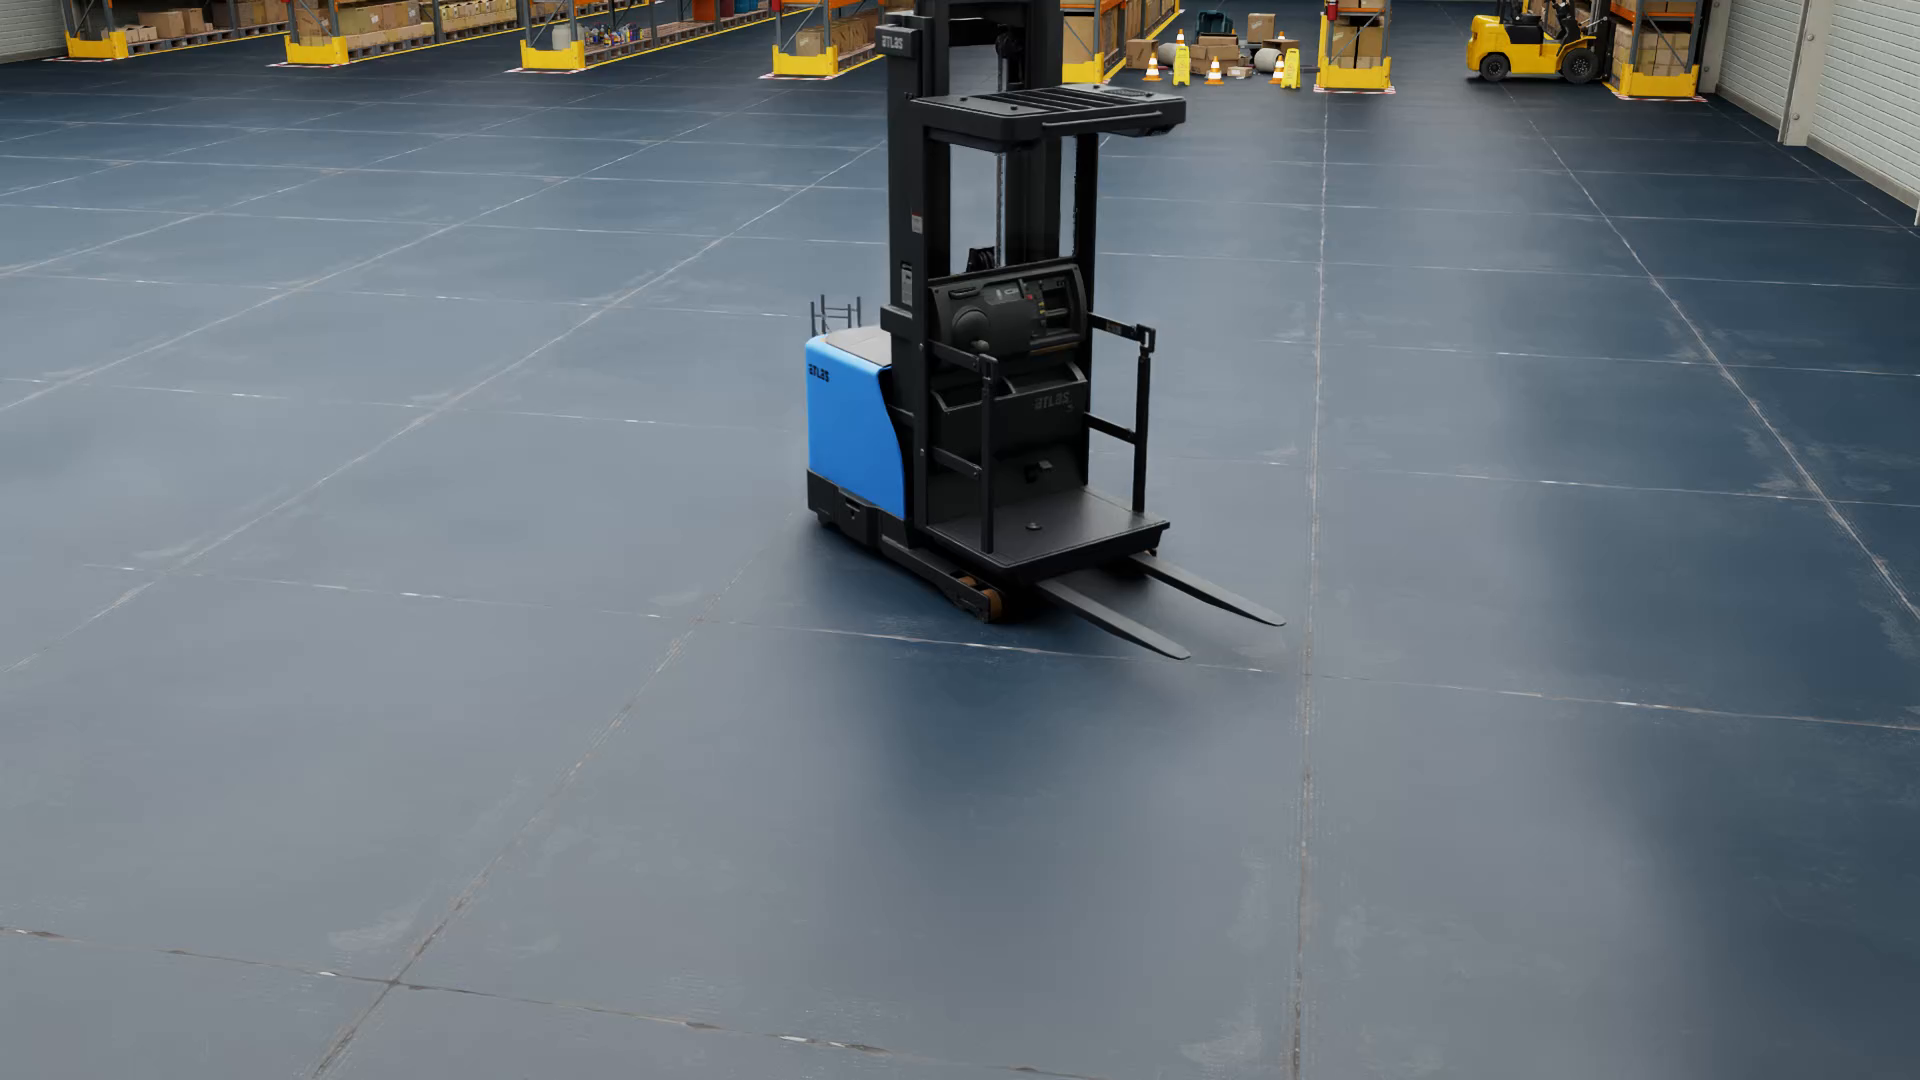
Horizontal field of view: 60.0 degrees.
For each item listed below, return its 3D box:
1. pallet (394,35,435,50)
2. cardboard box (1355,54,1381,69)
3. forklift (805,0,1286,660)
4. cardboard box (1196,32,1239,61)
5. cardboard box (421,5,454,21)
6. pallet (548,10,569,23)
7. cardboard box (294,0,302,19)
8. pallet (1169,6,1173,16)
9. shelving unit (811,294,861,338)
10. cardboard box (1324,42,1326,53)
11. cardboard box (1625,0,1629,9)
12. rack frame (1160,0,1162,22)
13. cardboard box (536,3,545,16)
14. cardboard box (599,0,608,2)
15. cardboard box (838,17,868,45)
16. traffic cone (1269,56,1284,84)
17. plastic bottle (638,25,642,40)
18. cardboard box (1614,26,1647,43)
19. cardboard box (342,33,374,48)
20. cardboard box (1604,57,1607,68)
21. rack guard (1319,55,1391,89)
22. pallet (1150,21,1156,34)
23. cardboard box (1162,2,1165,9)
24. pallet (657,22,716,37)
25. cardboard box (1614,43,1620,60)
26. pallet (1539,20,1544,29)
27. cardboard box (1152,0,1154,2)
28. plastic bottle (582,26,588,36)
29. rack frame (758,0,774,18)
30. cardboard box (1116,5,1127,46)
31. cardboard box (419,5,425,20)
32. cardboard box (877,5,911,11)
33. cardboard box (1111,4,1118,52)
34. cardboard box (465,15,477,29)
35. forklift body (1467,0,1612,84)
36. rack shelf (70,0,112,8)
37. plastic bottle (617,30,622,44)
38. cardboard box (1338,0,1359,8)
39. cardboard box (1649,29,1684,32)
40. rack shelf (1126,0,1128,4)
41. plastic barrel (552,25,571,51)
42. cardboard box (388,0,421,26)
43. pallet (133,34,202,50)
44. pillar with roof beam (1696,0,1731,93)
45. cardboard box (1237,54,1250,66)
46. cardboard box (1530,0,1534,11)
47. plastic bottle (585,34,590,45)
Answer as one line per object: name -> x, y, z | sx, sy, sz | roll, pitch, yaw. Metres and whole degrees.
pallet -> -11.957, -10.641, 35.493 | 1.003, 0.211, 1.213 | 4, 22, 11
cardboard box -> 7.264, -8.441, 29.415 | 0.500, 0.250, 0.500 | 4, 22, 10
forklift -> 0.382, -1.153, 8.292 | 1.130, 2.935, 3.031 | -15, 26, -33
cardboard box -> 4.892, -9.330, 31.665 | 0.797, 0.637, 0.503 | 4, 22, 11
cardboard box -> -11.425, -11.534, 36.345 | 0.500, 0.311, 0.500 | 5, 22, 11
pallet -> -10.497, -13.107, 41.615 | 1.003, 0.211, 1.213 | 4, 22, 11
cardboard box -> -16.102, -12.659, 39.528 | 0.700, 0.500, 0.500 | 4, 22, 11
pallet -> 5.012, -13.824, 43.395 | 1.003, 0.211, 1.213 | 4, 22, 11
shelving unit -> -0.718, -0.832, 9.812 | 0.258, 1.200, 0.189 | 5, 22, 13
cardboard box -> 7.261, -9.434, 31.882 | 0.500, 0.250, 0.500 | 3, 22, 8
cardboard box -> 11.647, -9.306, 28.311 | 0.500, 0.500, 0.500 | 5, 23, 13
rack frame -> 4.411, -13.976, 40.042 | 1.000, 3.000, 0.127 | 4, 22, 11
cardboard box -> -10.463, -13.066, 40.539 | 0.500, 0.500, 0.500 | 4, 22, 9
cardboard box -> -9.657, -14.492, 44.525 | 0.380, 0.166, 0.250 | 4, 22, 11
cardboard box -> -2.177, -10.358, 33.840 | 0.500, 0.500, 0.500 | 4, 22, 9
traffic cone -> 5.654, -8.326, 29.408 | 0.336, 0.463, 0.334 | 4, 22, 11
plastic bottle -> -6.680, -10.586, 34.671 | 0.061, 0.283, 0.133 | 6, 23, 14
cardboard box -> 11.669, -8.818, 29.014 | 0.500, 0.250, 0.500 | 5, 22, 12
cardboard box -> -12.144, -10.041, 33.388 | 0.500, 0.250, 0.500 | 4, 22, 11
cardboard box -> 11.781, -8.541, 29.663 | 0.500, 0.250, 0.500 | 5, 23, 13
rack guard -> 6.845, -8.116, 28.835 | 1.175, 0.500, 0.348 | 4, 22, 11
pallet -> 4.007, -11.951, 38.744 | 1.003, 0.211, 1.213 | 4, 22, 11
cardboard box -> 4.799, -13.095, 40.709 | 0.380, 0.149, 0.250 | 5, 23, 13
pallet -> -6.285, -11.732, 38.202 | 1.003, 0.211, 1.213 | 4, 22, 11
cardboard box -> 11.595, -8.406, 28.660 | 0.500, 0.250, 0.500 | 4, 22, 10
pallet -> 14.279, -12.217, 39.405 | 1.003, 0.211, 1.213 | 4, 22, 11
cardboard box -> 4.190, -12.496, 38.146 | 0.500, 0.250, 0.500 | 5, 22, 11
plastic bottle -> -7.639, -10.263, 33.777 | 0.144, 0.351, 0.185 | 5, 23, 13
rack frame -> -5.272, -14.769, 42.010 | 1.000, 3.000, 0.127 | 4, 22, 11
cardboard box -> 2.817, -10.436, 33.700 | 1.050, 0.750, 0.750 | 4, 22, 11
cardboard box -> -11.951, -11.572, 36.438 | 0.500, 0.311, 0.500 | 4, 22, 11
cardboard box -> -1.458, -11.523, 36.706 | 0.700, 0.500, 0.500 | 3, 22, 6
cardboard box -> 2.582, -10.035, 32.538 | 0.875, 0.875, 0.875 | 5, 22, 12
cardboard box -> -11.220, -11.647, 37.375 | 0.500, 0.250, 0.500 | 4, 22, 9
forklift body -> 10.290, -9.309, 29.589 | 2.313, 2.155, 1.214 | 4, 22, 11
rack shelf -> -17.012, -11.533, 34.938 | 1.077, 0.370, 4.000 | 4, 22, 11
plastic bottle -> -6.914, -10.194, 33.714 | 0.097, 0.271, 0.097 | 0, 22, 0
cardboard box -> 6.696, -9.284, 28.726 | 0.380, 0.149, 0.250 | 5, 23, 13
cardboard box -> 12.071, -8.598, 28.467 | 0.500, 0.250, 0.500 | 4, 22, 11
rack shelf -> 3.187, -11.448, 34.728 | 1.077, 0.370, 4.000 | 4, 22, 11
plastic barrel -> -7.662, -9.668, 32.111 | 0.421, 0.512, 0.421 | 0, 22, 0
cardboard box -> -11.747, -11.121, 35.067 | 0.500, 0.500, 0.500 | 4, 22, 11
pallet -> -16.953, -10.609, 35.413 | 1.003, 0.211, 1.213 | 4, 22, 11
pillar with roof beam -> 8.499, -12.167, 27.519 | 9.100, 9.000, 0.400 | 4, 22, 11
cardboard box -> 5.378, -9.308, 32.109 | 0.258, 0.266, 0.396 | -11, 25, -26
cardboard box -> 14.736, -13.542, 41.743 | 0.797, 0.503, 0.637 | 4, 22, 9
plastic bottle -> -7.543, -10.130, 33.647 | 0.097, 0.201, 0.097 | 0, 22, 0
